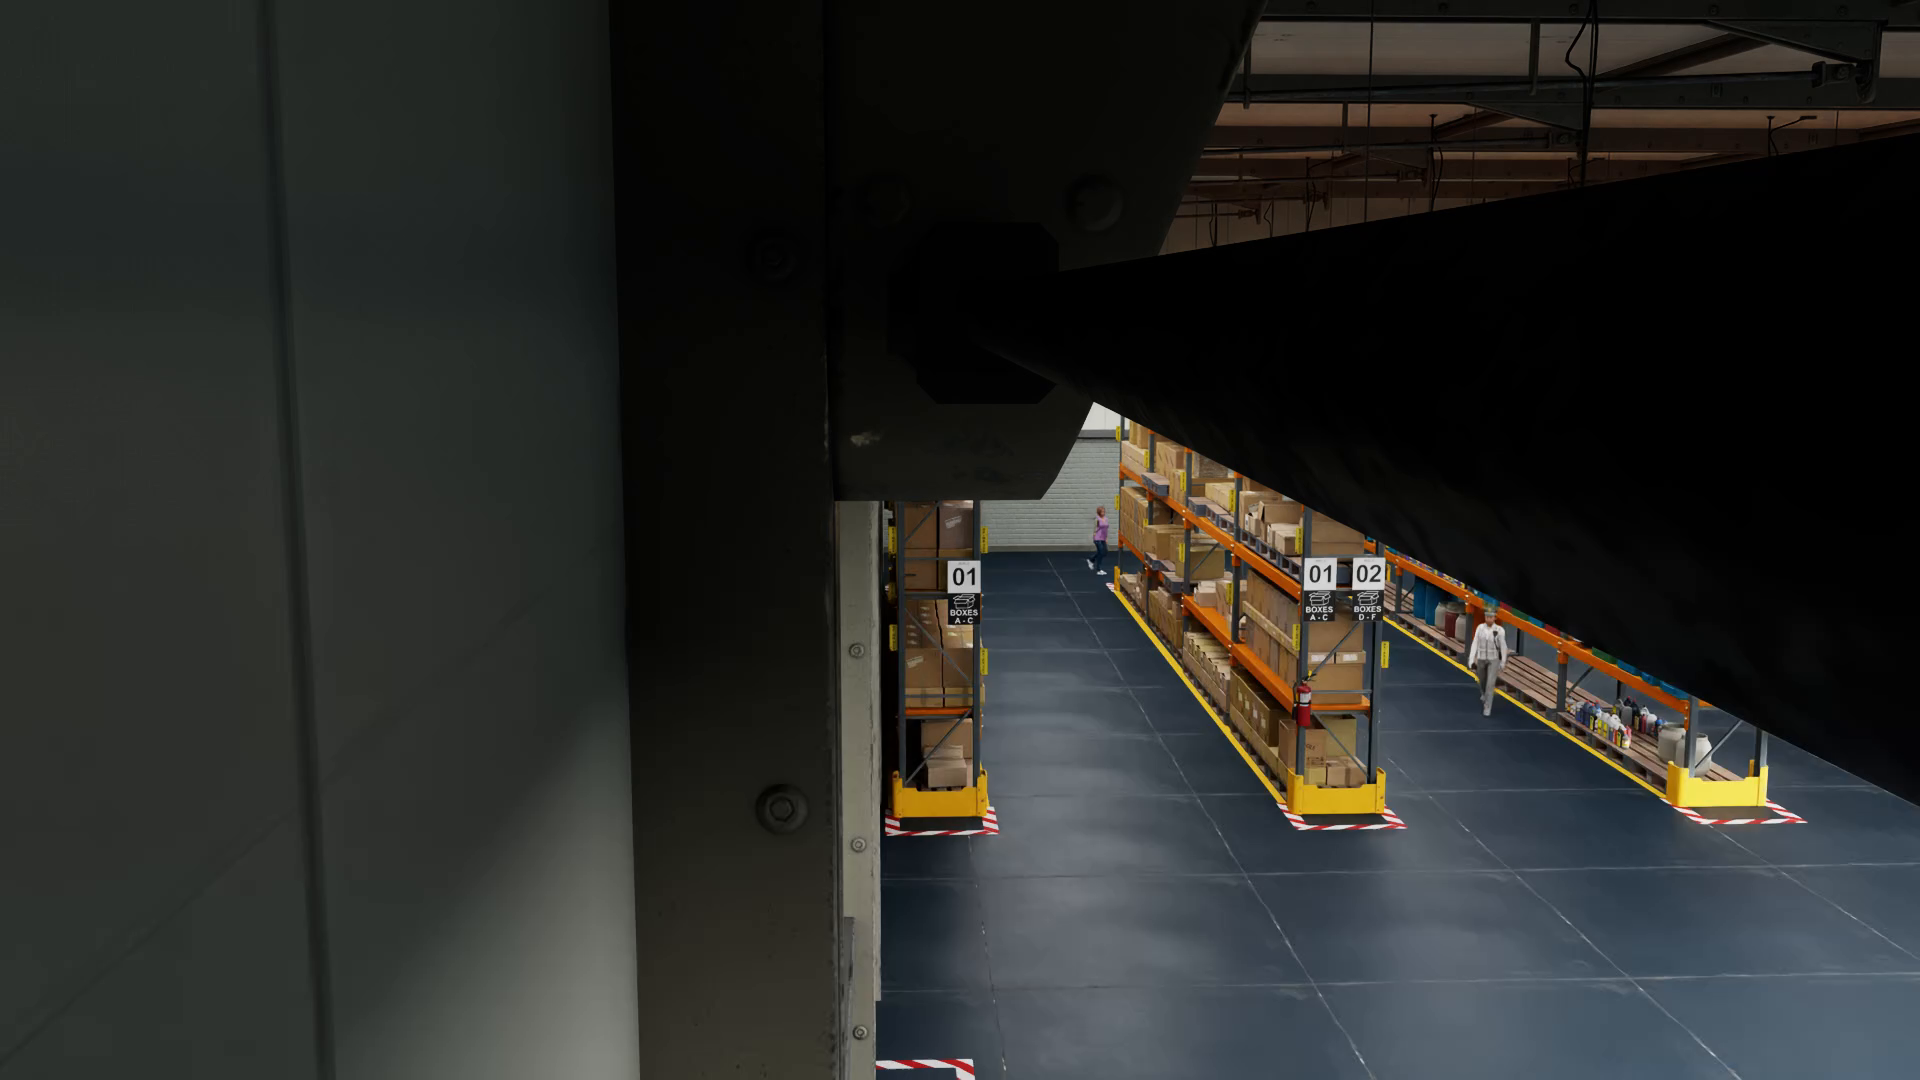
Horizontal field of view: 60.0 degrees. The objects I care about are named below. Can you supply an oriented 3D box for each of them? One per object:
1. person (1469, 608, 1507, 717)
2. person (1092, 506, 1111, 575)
[{"bbox_3d":[8.141,1.827,25.602,0.522,1.631,0.991,4,9,26],"label":"person"},{"bbox_3d":[3.255,-0.004,38.478,0.483,1.585,0.428,6,10,37],"label":"person"}]
